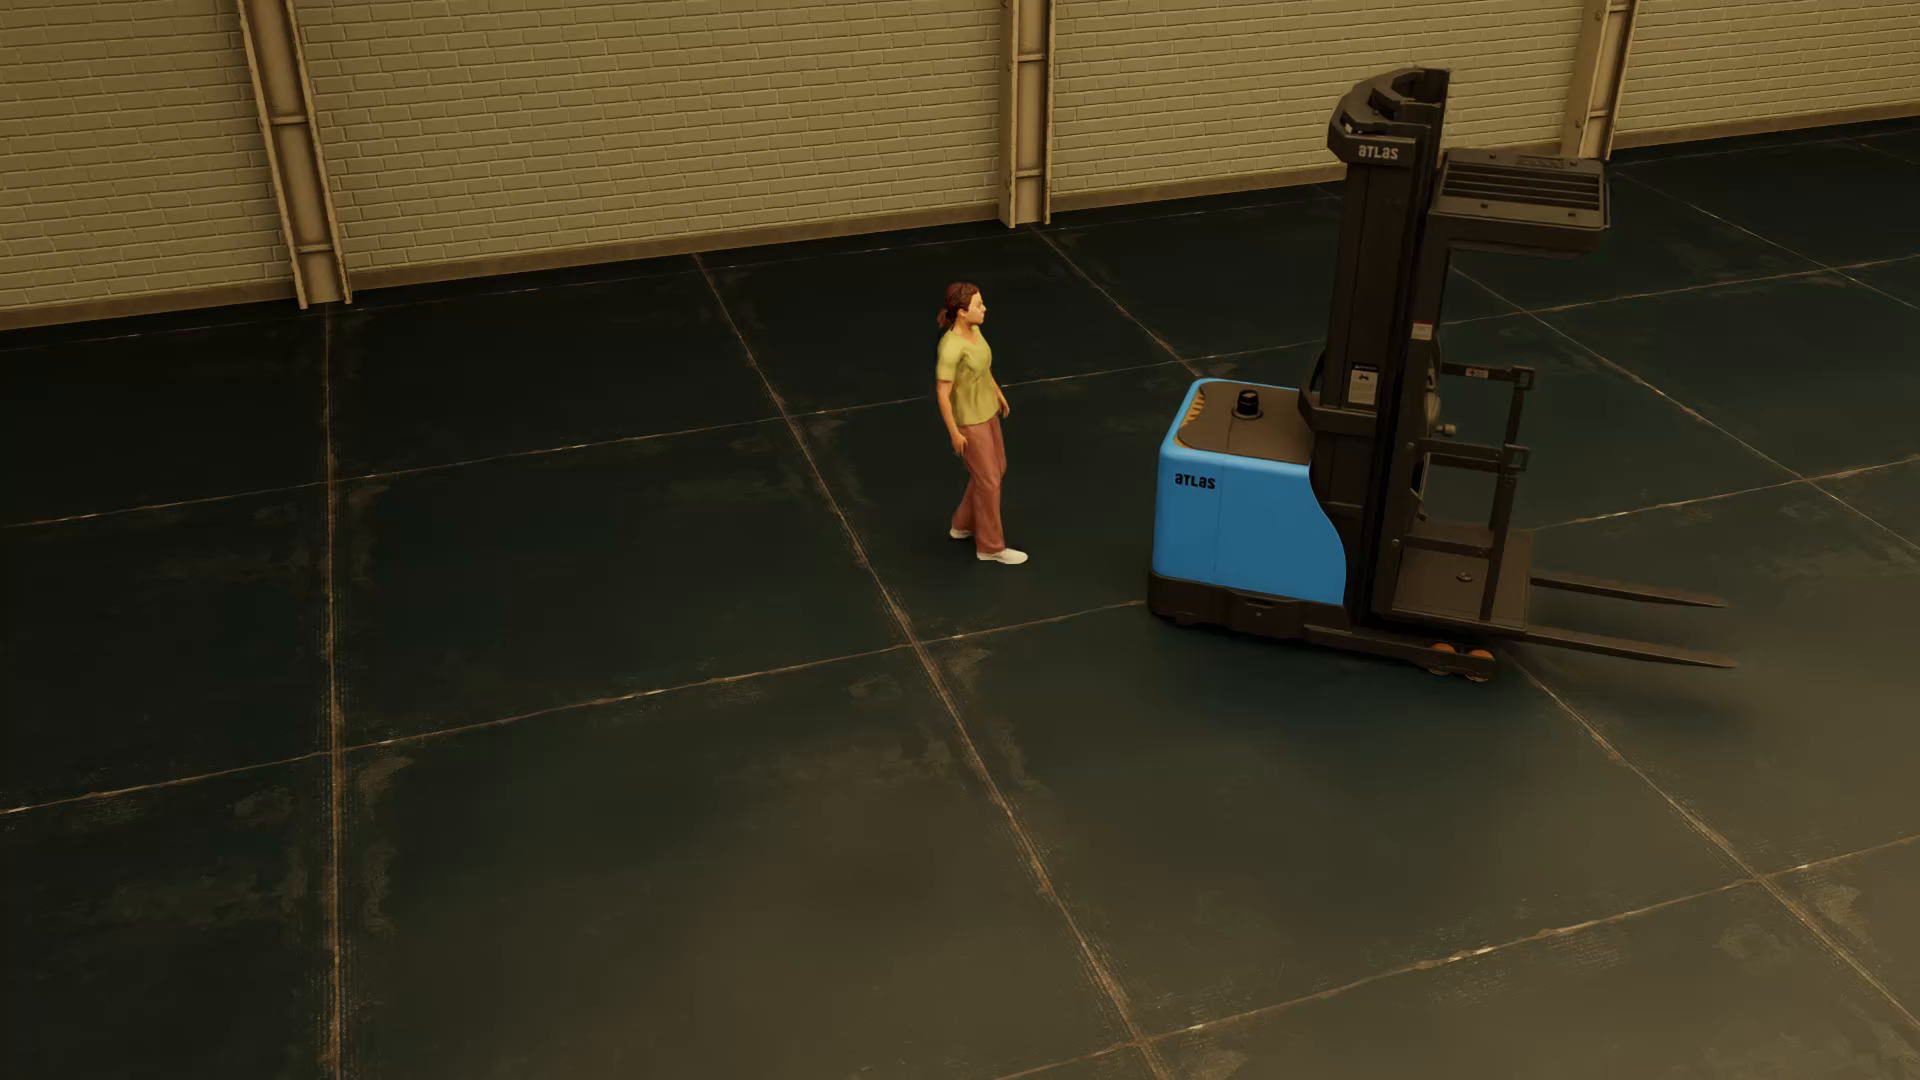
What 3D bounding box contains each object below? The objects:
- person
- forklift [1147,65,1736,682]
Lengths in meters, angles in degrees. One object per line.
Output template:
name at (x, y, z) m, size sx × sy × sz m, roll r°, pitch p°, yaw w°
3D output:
person at (0.151, -0.676, 9.568) m, size 0.620 × 1.650 × 0.603 m, roll 12°, pitch 32°, yaw 20°
forklift at (2.613, -0.824, 8.519) m, size 3.031 × 2.935 × 1.130 m, roll 9°, pitch 31°, yaw 16°
